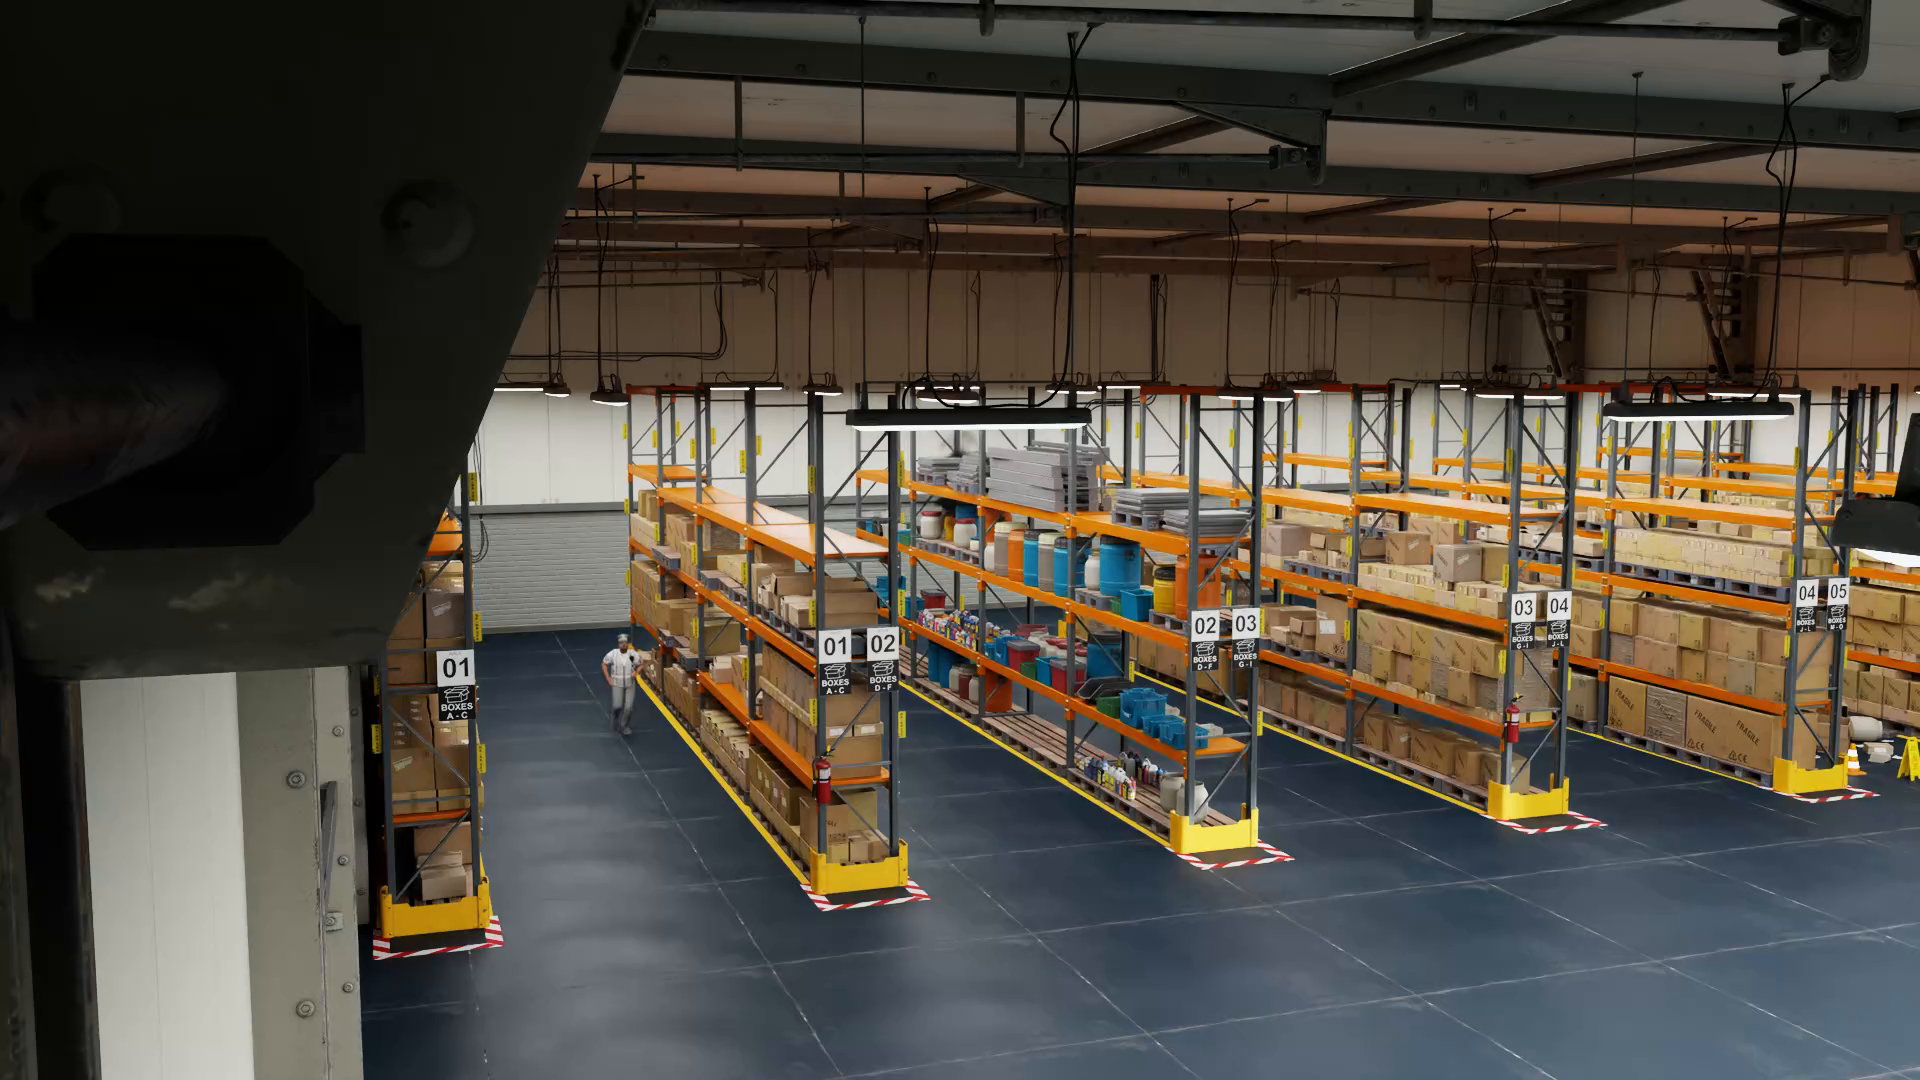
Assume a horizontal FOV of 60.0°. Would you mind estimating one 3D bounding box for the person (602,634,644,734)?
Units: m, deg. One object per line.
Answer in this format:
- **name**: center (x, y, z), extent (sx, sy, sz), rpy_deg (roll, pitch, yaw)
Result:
- **person**: center (-5.809, 2.494, 28.745), extent (0.710, 1.750, 0.563), rpy_deg (-2, 6, -16)
